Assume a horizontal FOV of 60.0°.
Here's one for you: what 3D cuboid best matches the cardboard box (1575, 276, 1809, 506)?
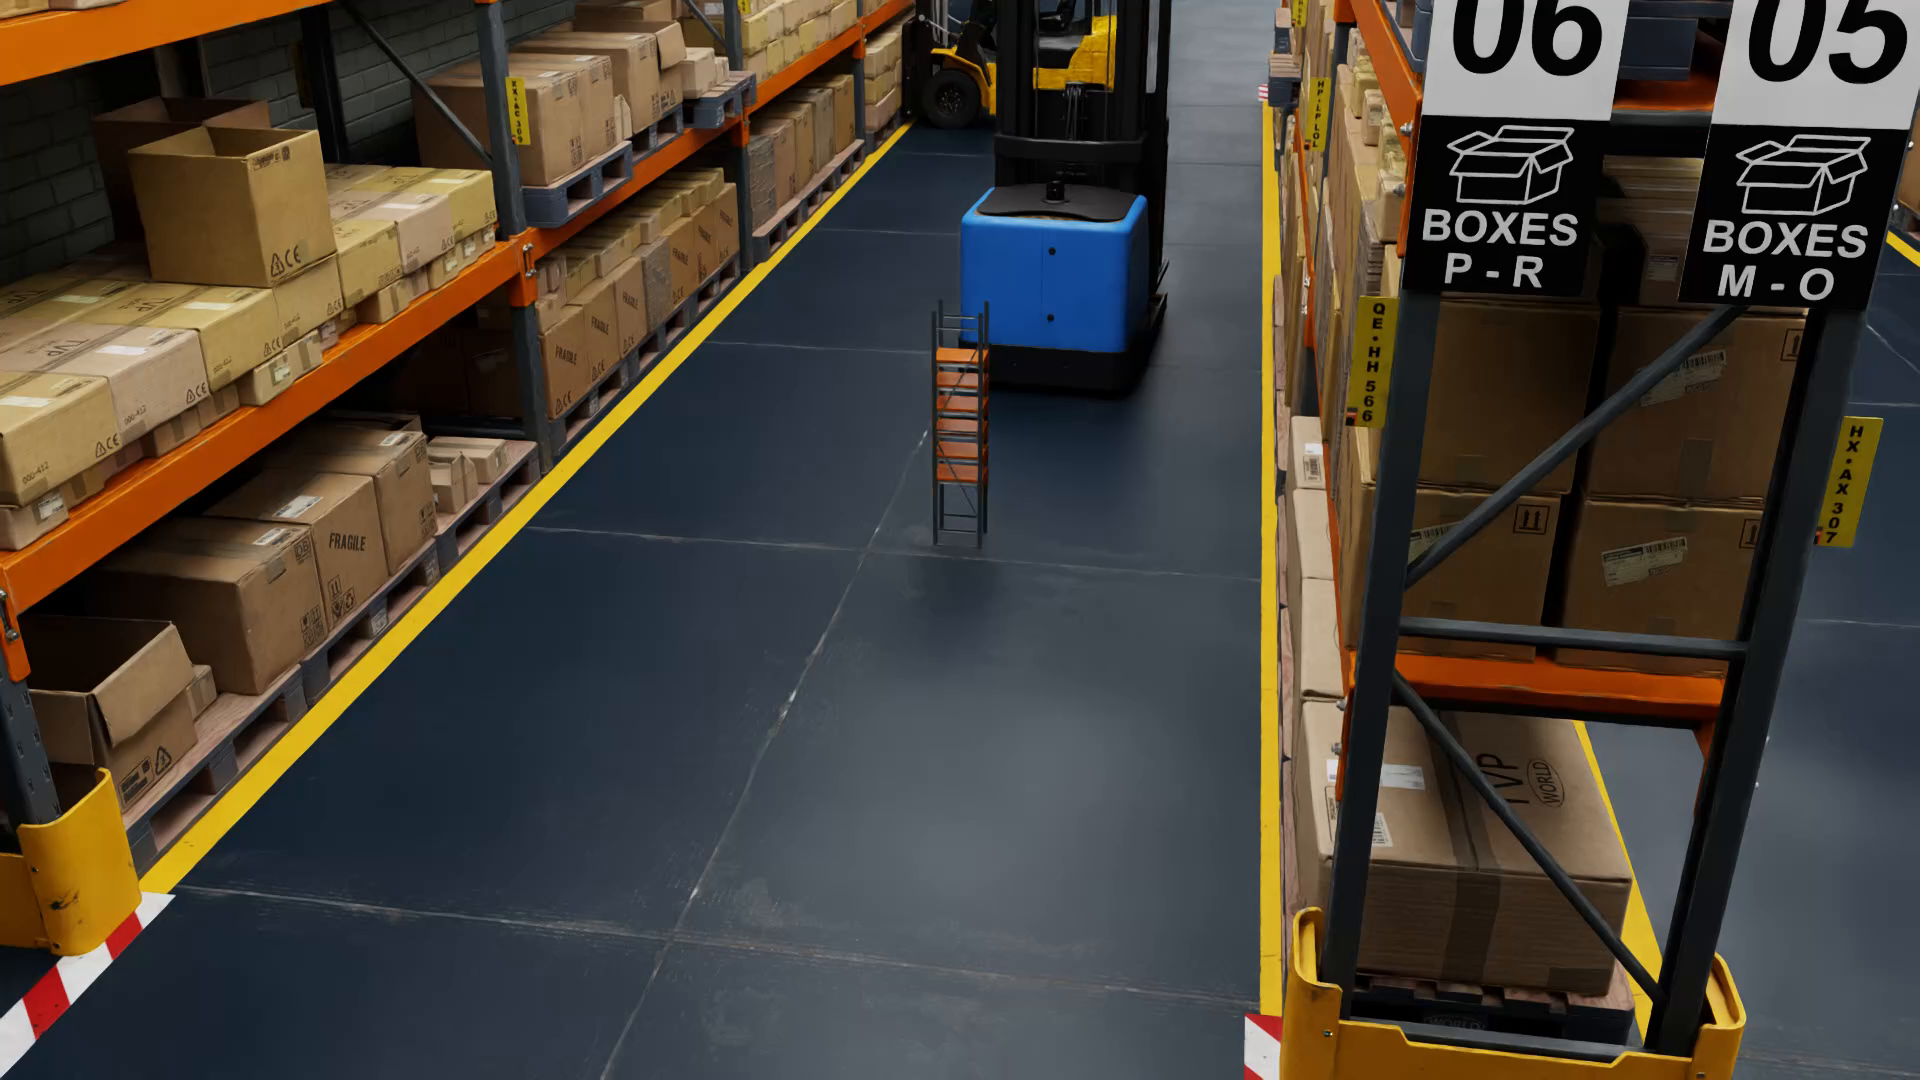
[{"bbox_3d":[1.879,-0.426,4.324,0.500,0.500,0.500,3,25,7],"label":"cardboard box"}]

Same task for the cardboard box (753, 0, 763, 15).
[{"bbox_3d":[-1.686,-3.999,12.371,0.380,0.149,0.250,5,25,10],"label":"cardboard box"}]

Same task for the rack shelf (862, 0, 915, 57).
[{"bbox_3d":[-1.090,-5.619,17.564,1.077,0.370,4.000,4,25,9],"label":"rack shelf"}]

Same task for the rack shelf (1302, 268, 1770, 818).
[{"bbox_3d":[1.846,-0.257,6.110,1.077,0.370,4.000,4,25,9],"label":"rack shelf"}]

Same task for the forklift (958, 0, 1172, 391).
[{"bbox_3d":[0.825,-2.826,10.831,1.130,2.935,3.031,6,26,12],"label":"forklift"}]

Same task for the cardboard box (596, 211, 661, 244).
[{"bbox_3d":[-2.146,-2.010,10.694,0.380,0.149,0.250,3,25,6],"label":"cardboard box"}]

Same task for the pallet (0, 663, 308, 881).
[{"bbox_3d":[-3.237,0.809,6.274,1.003,0.211,1.213,4,25,9],"label":"pallet"}]

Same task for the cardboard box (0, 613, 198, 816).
[{"bbox_3d":[-3.185,0.602,5.875,0.797,0.503,0.637,3,25,6],"label":"cardboard box"}]

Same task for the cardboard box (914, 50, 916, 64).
[{"bbox_3d":[-0.691,-5.300,18.194,0.500,0.250,0.500,3,25,7],"label":"cardboard box"}]

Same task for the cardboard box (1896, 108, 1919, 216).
[{"bbox_3d":[8.206,-2.967,13.209,1.050,0.750,0.750,4,25,9],"label":"cardboard box"}]

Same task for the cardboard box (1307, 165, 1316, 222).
[{"bbox_3d":[2.082,-1.770,8.669,0.500,0.250,0.500,4,25,8],"label":"cardboard box"}]

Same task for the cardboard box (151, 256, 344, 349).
[{"bbox_3d":[-2.814,-0.965,6.600,0.500,0.250,0.500,3,25,7],"label":"cardboard box"}]

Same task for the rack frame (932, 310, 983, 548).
[{"bbox_3d":[-0.013,-0.511,7.927,0.240,1.200,0.006,4,25,9],"label":"rack frame"}]

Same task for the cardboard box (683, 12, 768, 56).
[{"bbox_3d":[-1.733,-3.760,12.332,0.500,0.250,0.500,4,25,8],"label":"cardboard box"}]

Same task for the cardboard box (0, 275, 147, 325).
[{"bbox_3d":[-3.394,-0.789,6.223,0.500,0.250,0.500,5,26,10],"label":"cardboard box"}]

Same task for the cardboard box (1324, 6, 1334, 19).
[{"bbox_3d":[2.178,-2.550,8.861,0.500,0.500,0.500,5,26,10],"label":"cardboard box"}]

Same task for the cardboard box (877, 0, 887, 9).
[{"bbox_3d":[-1.018,-5.540,16.429,0.500,0.500,0.500,4,25,9],"label":"cardboard box"}]

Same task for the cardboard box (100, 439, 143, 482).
[{"bbox_3d":[-3.049,-0.316,5.682,0.380,0.149,0.250,4,25,8],"label":"cardboard box"}]

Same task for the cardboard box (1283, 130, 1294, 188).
[{"bbox_3d":[3.283,-3.245,14.249,0.950,0.372,0.625,6,26,12],"label":"cardboard box"}]

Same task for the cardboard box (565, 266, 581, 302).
[{"bbox_3d":[-2.404,-1.475,9.550,0.380,0.149,0.250,3,25,6],"label":"cardboard box"}]

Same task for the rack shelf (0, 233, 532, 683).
[{"bbox_3d":[-3.052,-0.600,6.841,1.077,0.370,4.000,4,25,9],"label":"rack shelf"}]

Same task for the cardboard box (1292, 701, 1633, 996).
[{"bbox_3d":[1.528,0.941,5.229,0.875,0.438,0.875,3,25,7],"label":"cardboard box"}]

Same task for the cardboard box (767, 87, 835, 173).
[{"bbox_3d":[-1.626,-3.680,14.878,0.875,0.625,0.625,4,25,8],"label":"cardboard box"}]

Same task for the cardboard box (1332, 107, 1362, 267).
[{"bbox_3d":[1.673,-1.311,6.215,0.500,0.500,0.500,4,25,10],"label":"cardboard box"}]

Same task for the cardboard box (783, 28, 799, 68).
[{"bbox_3d":[-1.593,-3.962,13.352,0.500,0.250,0.500,3,25,7],"label":"cardboard box"}]

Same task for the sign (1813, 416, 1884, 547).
[{"bbox_3d":[2.066,-0.134,3.883,0.100,0.325,0.005,4,25,9],"label":"sign"}]

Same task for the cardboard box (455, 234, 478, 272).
[{"bbox_3d":[-2.549,-1.387,7.971,0.380,0.149,0.250,5,25,10],"label":"cardboard box"}]

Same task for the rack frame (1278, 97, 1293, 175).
[{"bbox_3d":[3.480,-4.766,14.893,1.000,3.000,0.127,4,25,9],"label":"rack frame"}]

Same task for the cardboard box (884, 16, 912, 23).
[{"bbox_3d":[-0.681,-5.539,18.113,0.500,0.250,0.500,4,25,9],"label":"cardboard box"}]

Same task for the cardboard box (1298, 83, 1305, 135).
[{"bbox_3d":[2.498,-2.837,10.950,0.500,0.250,0.500,4,25,8],"label":"cardboard box"}]

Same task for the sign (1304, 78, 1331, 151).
[{"bbox_3d":[1.636,-1.942,7.588,0.100,0.325,0.005,4,25,9],"label":"sign"}]

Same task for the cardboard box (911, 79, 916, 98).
[{"bbox_3d":[-0.773,-4.873,17.869,0.500,0.250,0.500,5,26,10],"label":"cardboard box"}]

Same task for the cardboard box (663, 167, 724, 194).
[{"bbox_3d":[-1.902,-2.563,11.875,0.380,0.149,0.250,3,25,6],"label":"cardboard box"}]

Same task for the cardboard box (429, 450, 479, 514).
[{"bbox_3d":[-2.584,-0.311,8.106,0.396,0.266,0.258,5,26,10],"label":"cardboard box"}]

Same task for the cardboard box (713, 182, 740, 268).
[{"bbox_3d":[-1.928,-2.301,12.081,0.500,0.500,0.500,5,26,10],"label":"cardboard box"}]

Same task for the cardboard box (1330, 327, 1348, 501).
[{"bbox_3d":[1.508,-0.437,5.527,0.500,0.500,0.500,5,26,10],"label":"cardboard box"}]

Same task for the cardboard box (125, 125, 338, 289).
[{"bbox_3d":[-2.794,-1.294,6.418,0.500,0.500,0.500,5,25,10],"label":"cardboard box"}]

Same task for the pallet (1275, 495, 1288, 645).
[{"bbox_3d":[1.971,0.156,7.668,1.003,0.211,1.213,4,25,9],"label":"pallet"}]

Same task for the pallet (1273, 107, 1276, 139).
[{"bbox_3d":[3.752,-4.298,17.182,1.003,0.211,1.213,4,25,9],"label":"pallet"}]

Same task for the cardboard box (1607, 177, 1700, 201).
[{"bbox_3d":[1.978,-0.883,4.536,0.380,0.149,0.250,5,26,10],"label":"cardboard box"}]

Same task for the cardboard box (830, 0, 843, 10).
[{"bbox_3d":[-1.322,-4.828,14.613,0.500,0.250,0.500,3,25,7],"label":"cardboard box"}]

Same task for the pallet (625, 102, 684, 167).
[{"bbox_3d":[-2.384,-2.534,10.352,1.003,0.211,1.213,4,25,9],"label":"pallet"}]

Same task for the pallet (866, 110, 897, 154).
[{"bbox_3d":[-1.246,-4.175,16.920,1.003,0.211,1.213,4,25,9],"label":"pallet"}]

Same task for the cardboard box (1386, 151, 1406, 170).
[{"bbox_3d":[1.439,-1.027,4.843,0.380,0.149,0.250,5,25,10],"label":"cardboard box"}]

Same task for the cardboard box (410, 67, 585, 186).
[{"bbox_3d":[-2.425,-2.184,8.765,0.700,0.500,0.500,5,25,10],"label":"cardboard box"}]

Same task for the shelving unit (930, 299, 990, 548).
[{"bbox_3d":[0.002,-0.549,8.009,0.258,1.200,0.189,4,25,9],"label":"shelving unit"}]

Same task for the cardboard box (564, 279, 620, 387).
[{"bbox_3d":[-2.346,-1.230,9.793,0.500,0.500,0.500,4,25,8],"label":"cardboard box"}]

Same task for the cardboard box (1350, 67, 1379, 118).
[{"bbox_3d":[1.666,-1.671,6.218,0.380,0.149,0.250,3,25,7],"label":"cardboard box"}]

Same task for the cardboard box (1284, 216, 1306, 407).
[{"bbox_3d":[2.335,-1.291,9.480,0.875,0.875,0.875,5,26,10],"label":"cardboard box"}]

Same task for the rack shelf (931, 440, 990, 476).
[{"bbox_3d":[0.002,-0.401,8.078,0.258,0.103,0.180,4,25,9],"label":"rack shelf"}]

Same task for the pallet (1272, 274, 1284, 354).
[{"bbox_3d":[2.623,-1.505,11.217,1.003,0.211,1.213,4,25,9],"label":"pallet"}]

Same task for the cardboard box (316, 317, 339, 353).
[{"bbox_3d":[-2.797,-0.853,6.831,0.380,0.149,0.250,4,25,8],"label":"cardboard box"}]

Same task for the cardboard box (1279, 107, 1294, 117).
[{"bbox_3d":[3.312,-4.316,15.796,0.500,0.500,0.500,4,25,8],"label":"cardboard box"}]

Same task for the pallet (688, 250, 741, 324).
[{"bbox_3d":[-2.230,-1.862,11.980,1.003,0.211,1.213,4,25,9],"label":"pallet"}]

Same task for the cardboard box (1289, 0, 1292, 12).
[{"bbox_3d":[2.945,-4.544,13.456,0.500,0.500,0.500,4,25,8],"label":"cardboard box"}]

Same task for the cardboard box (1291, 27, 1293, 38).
[{"bbox_3d":[2.838,-4.089,13.249,0.380,0.149,0.250,5,26,11],"label":"cardboard box"}]

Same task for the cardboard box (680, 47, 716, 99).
[{"bbox_3d":[-1.924,-3.093,11.002,0.500,0.250,0.500,3,25,6],"label":"cardboard box"}]

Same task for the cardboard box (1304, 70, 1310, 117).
[{"bbox_3d":[2.321,-2.633,9.923,0.500,0.250,0.500,4,25,8],"label":"cardboard box"}]
